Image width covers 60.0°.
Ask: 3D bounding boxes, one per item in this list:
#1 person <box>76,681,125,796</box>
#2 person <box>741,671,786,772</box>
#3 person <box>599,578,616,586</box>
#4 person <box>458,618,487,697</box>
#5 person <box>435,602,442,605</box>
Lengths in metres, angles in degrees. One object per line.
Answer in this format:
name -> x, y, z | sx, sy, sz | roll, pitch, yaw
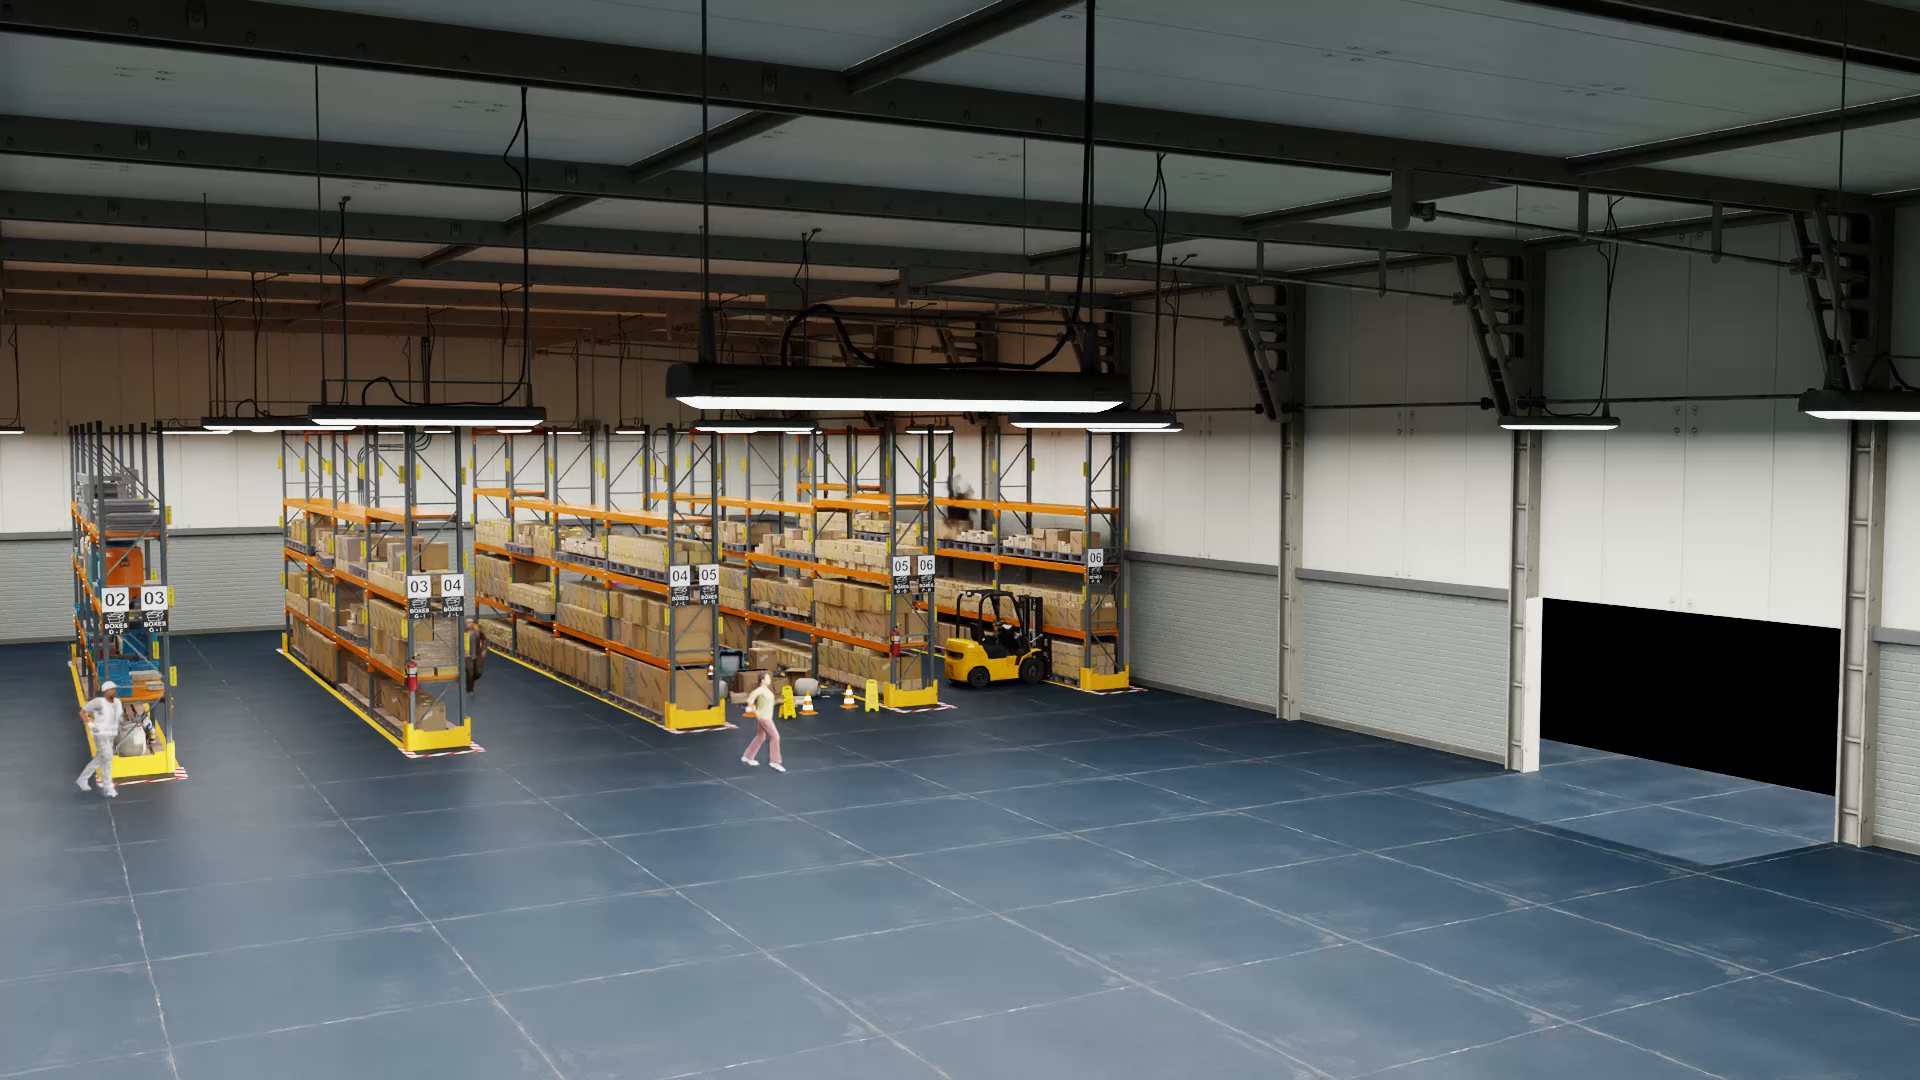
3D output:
person -> -13.828, 3.183, 26.879 | 0.835, 1.811, 0.692 | 1, 4, 10
person -> -3.374, 3.111, 28.558 | 0.809, 1.718, 0.551 | 0, 4, 4
person -> -10.647, 1.780, 49.890 | 0.732, 1.820, 0.695 | -2, 4, -30
person -> -10.773, 2.590, 36.703 | 0.728, 1.737, 0.704 | -2, 4, -29
person -> -14.516, 2.080, 45.712 | 0.706, 1.704, 0.800 | 0, 4, -7
